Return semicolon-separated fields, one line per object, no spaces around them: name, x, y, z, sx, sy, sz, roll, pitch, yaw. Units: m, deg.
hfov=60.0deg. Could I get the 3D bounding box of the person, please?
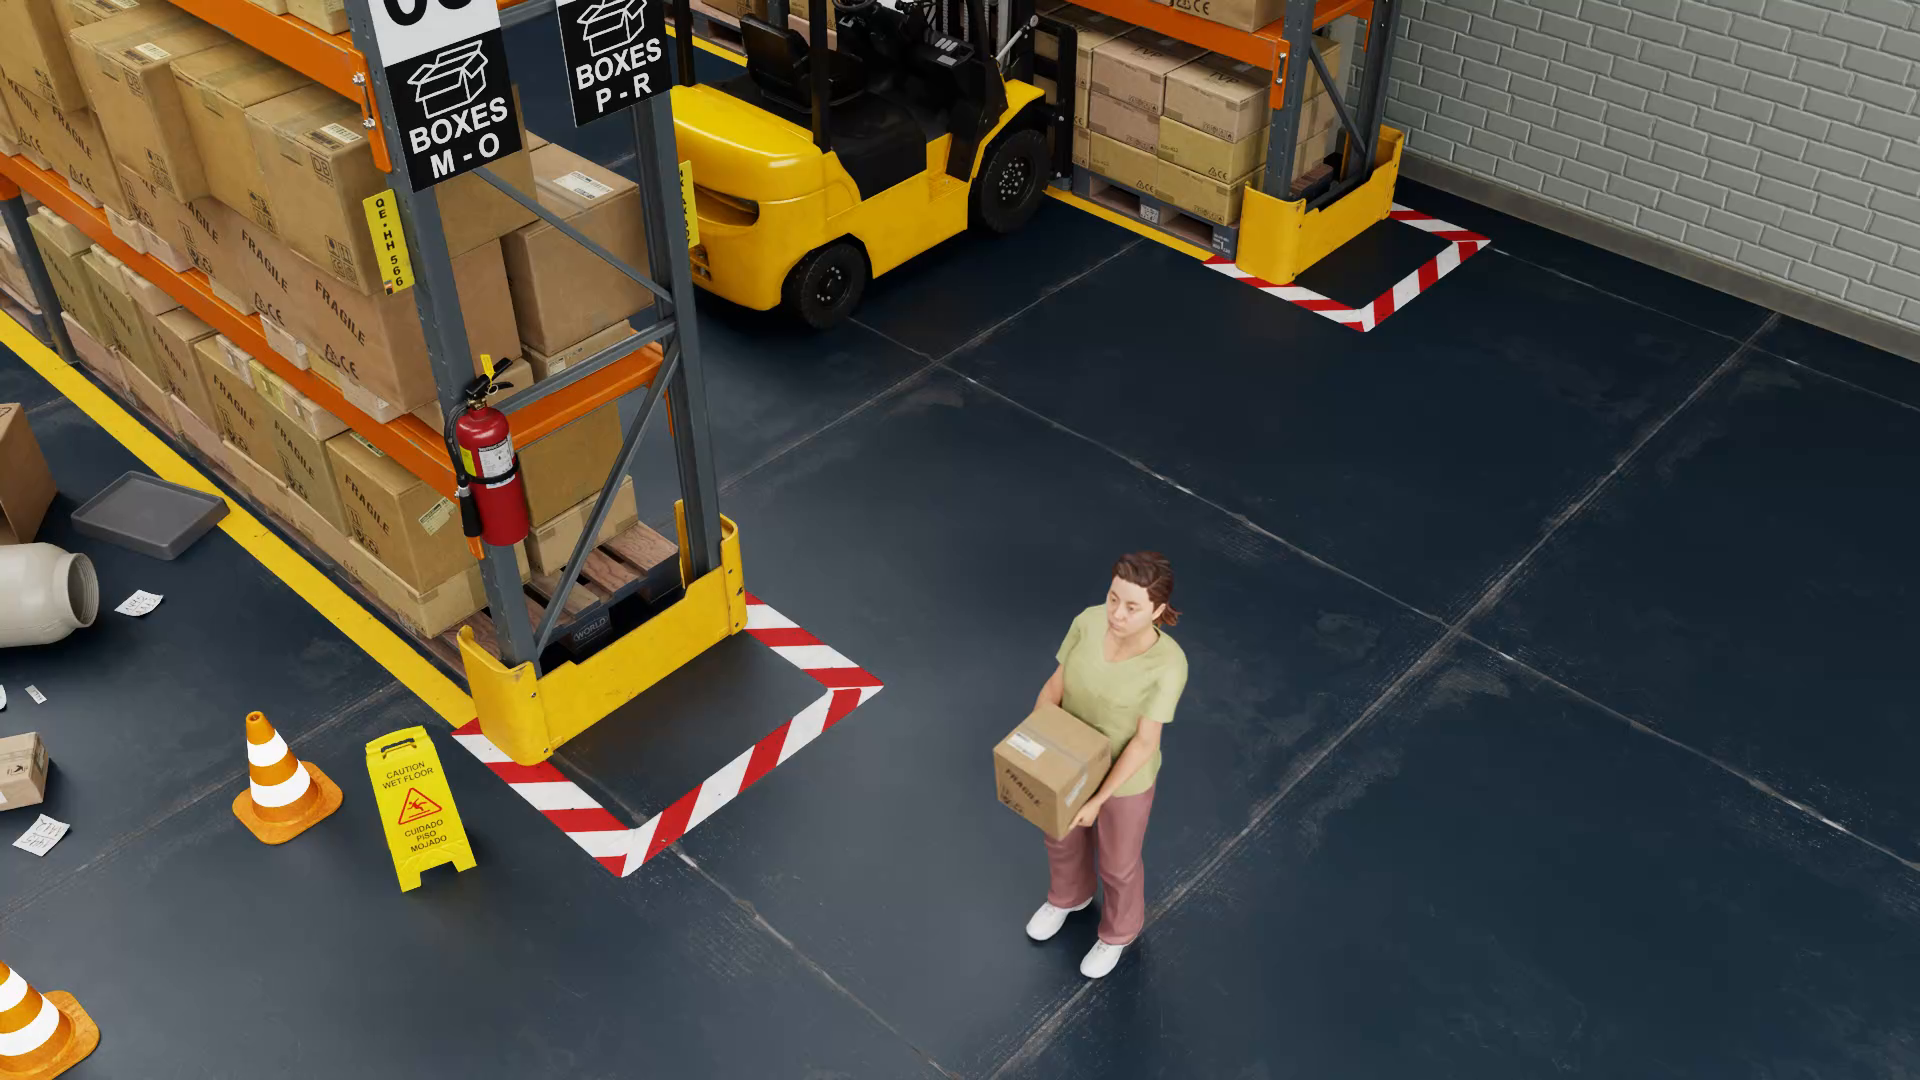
person;0.433;0.739;5.258;0.462;1.674;0.484;30;48;31
